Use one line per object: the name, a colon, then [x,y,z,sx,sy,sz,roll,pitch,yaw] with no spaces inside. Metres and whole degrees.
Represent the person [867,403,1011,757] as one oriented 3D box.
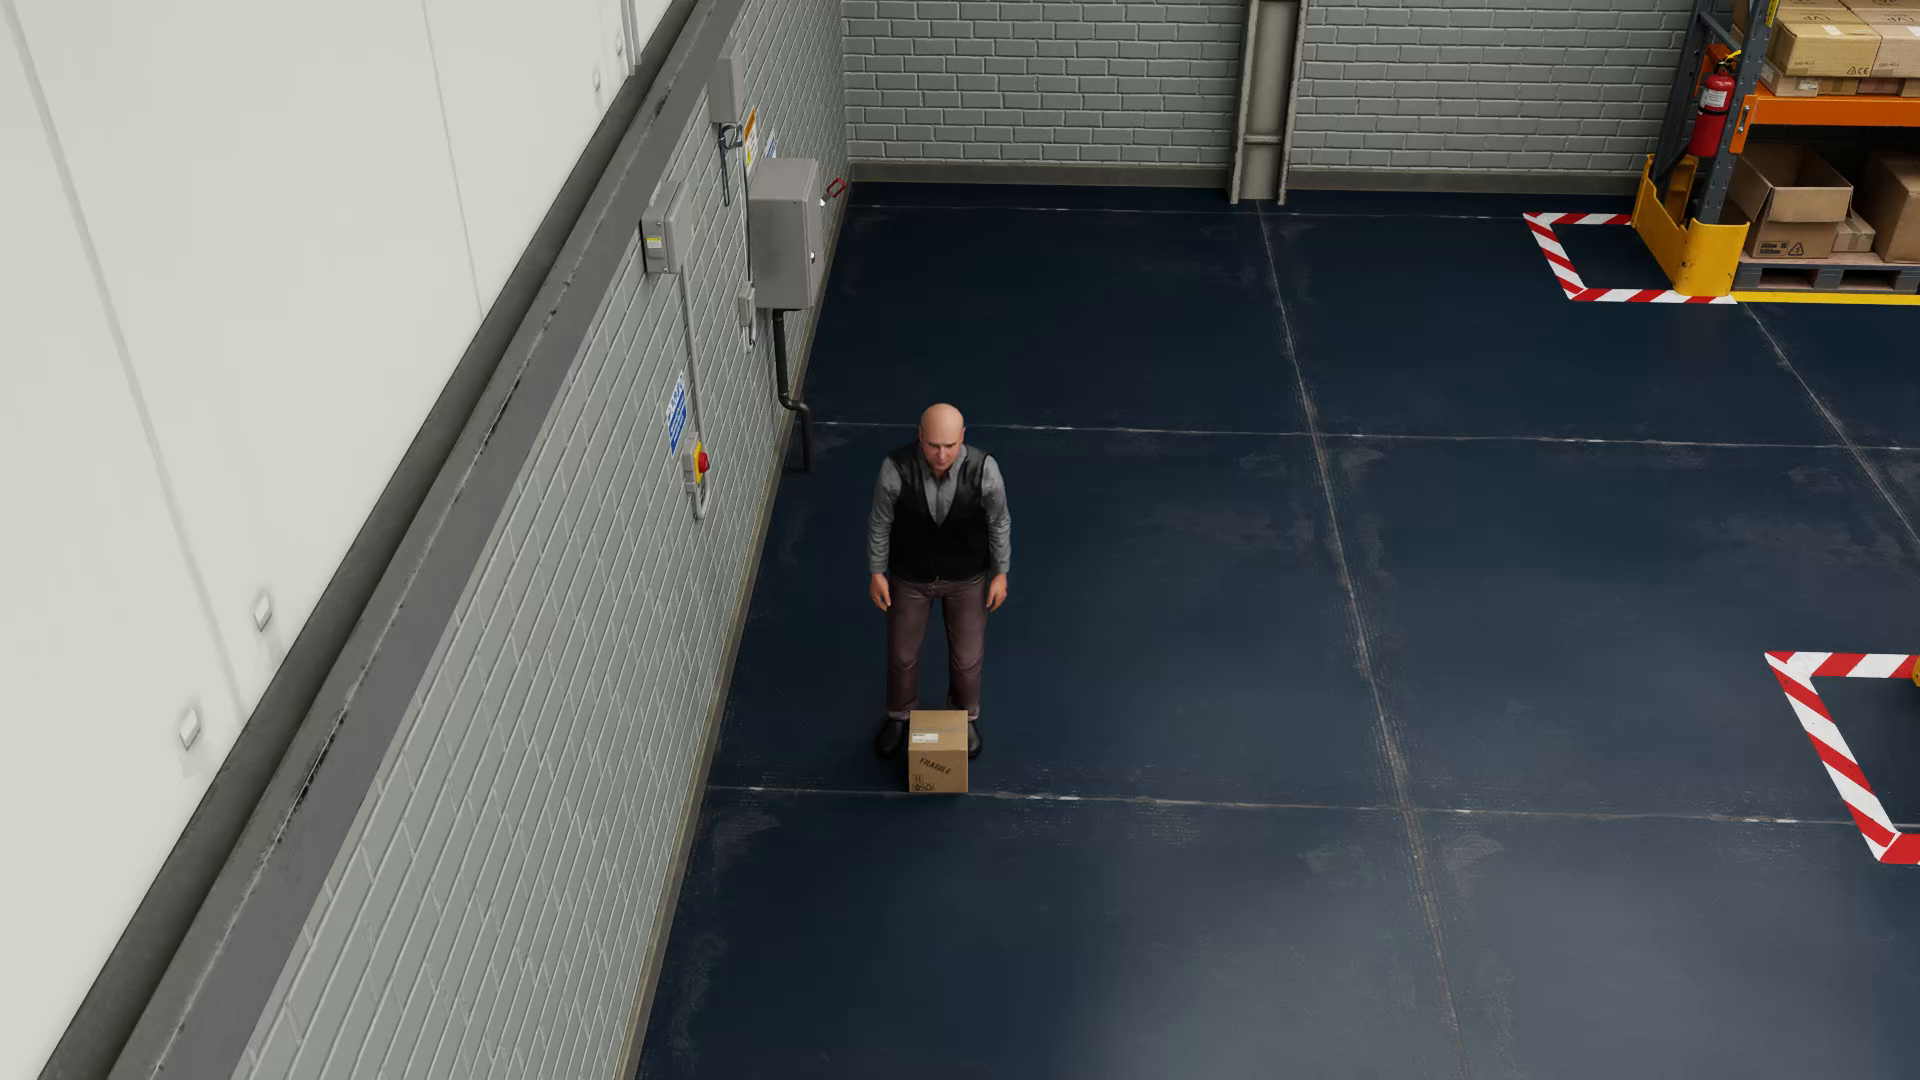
person: [-0.086,0.145,6.934,0.588,1.721,0.411,0,35,1]
